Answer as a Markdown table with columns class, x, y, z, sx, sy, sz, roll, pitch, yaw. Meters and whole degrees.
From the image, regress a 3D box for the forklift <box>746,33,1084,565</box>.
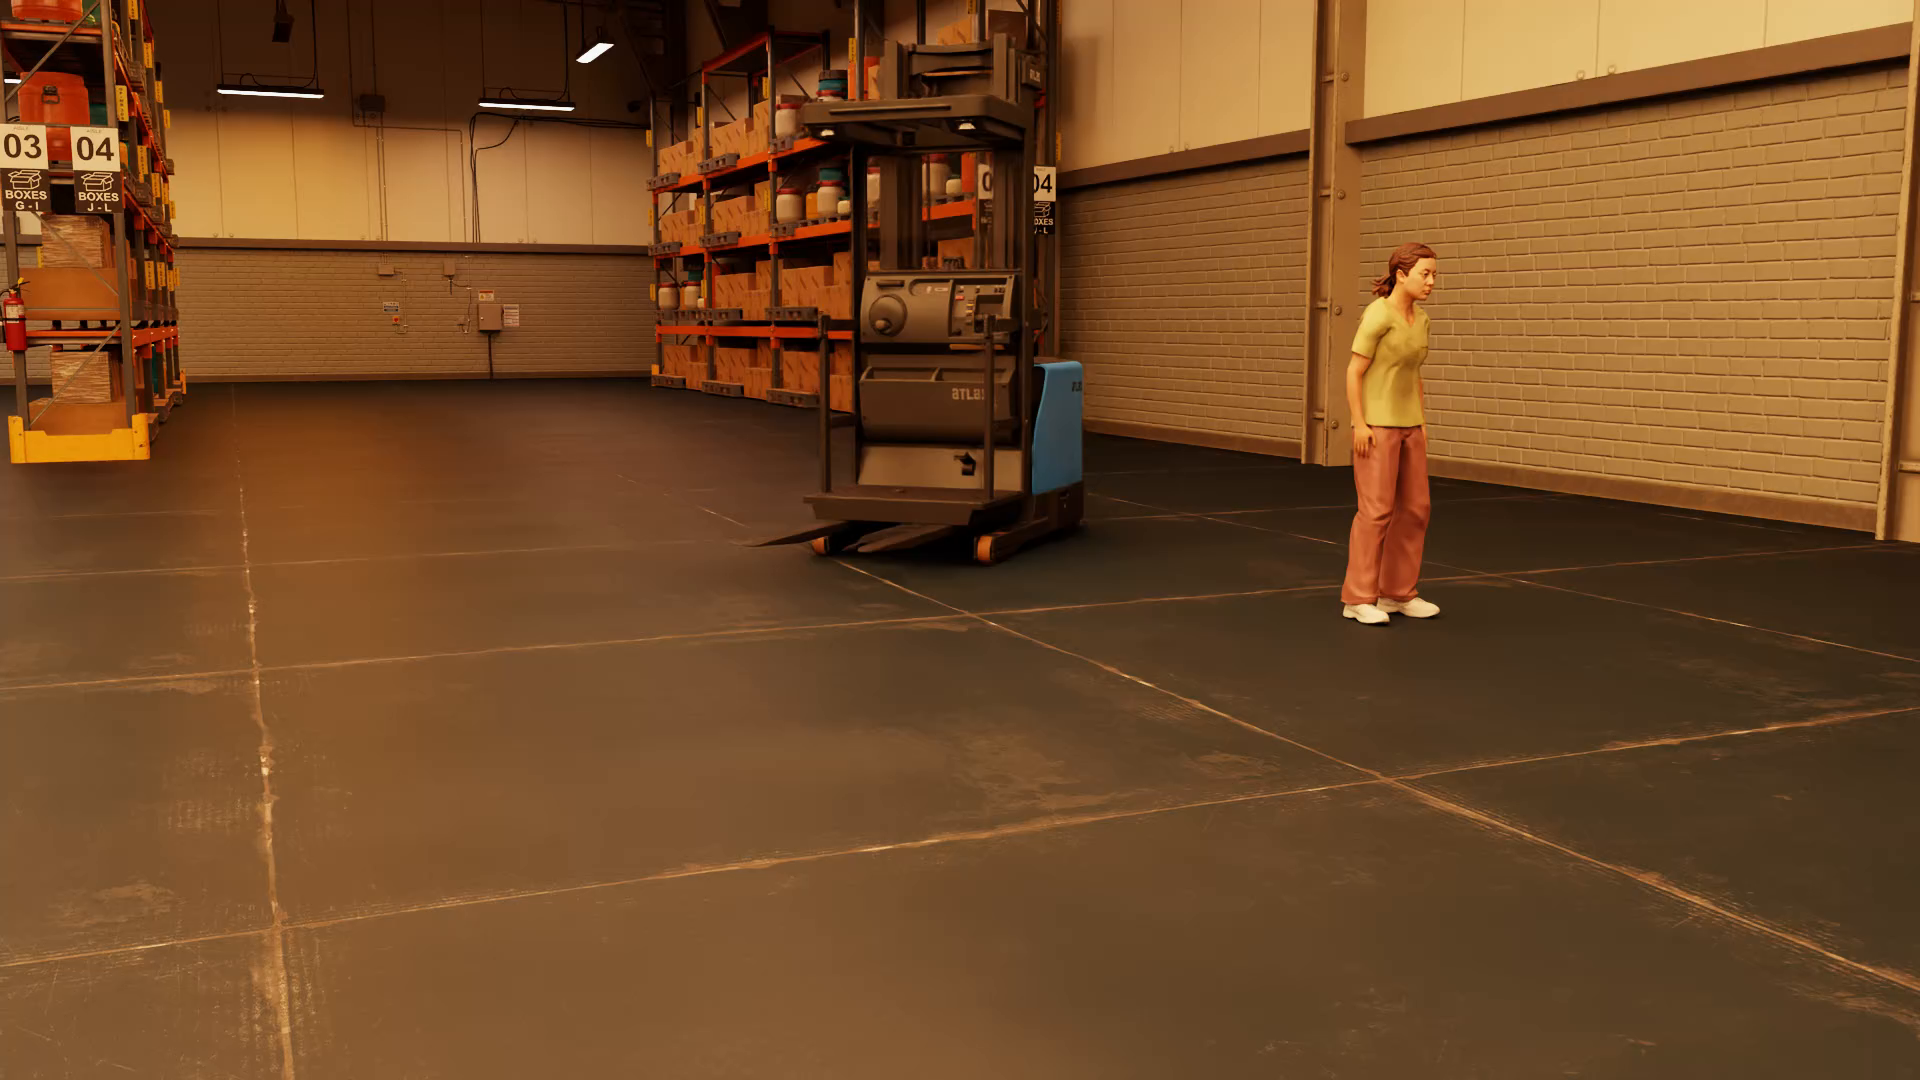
| class | x | y | z | sx | sy | sz | roll | pitch | yaw |
| --- | --- | --- | --- | --- | --- | --- | --- | --- | --- |
| forklift | -0.207 | -1.376 | 9.380 | 1.130 | 2.935 | 3.031 | 3 | 8 | 21 |

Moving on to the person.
| class | x | y | z | sx | sy | sz | roll | pitch | yaw |
| --- | --- | --- | --- | --- | --- | --- | --- | --- | --- |
| person | 1.938 | -0.482 | 7.421 | 0.506 | 1.671 | 0.364 | -6 | 9 | -37 |
